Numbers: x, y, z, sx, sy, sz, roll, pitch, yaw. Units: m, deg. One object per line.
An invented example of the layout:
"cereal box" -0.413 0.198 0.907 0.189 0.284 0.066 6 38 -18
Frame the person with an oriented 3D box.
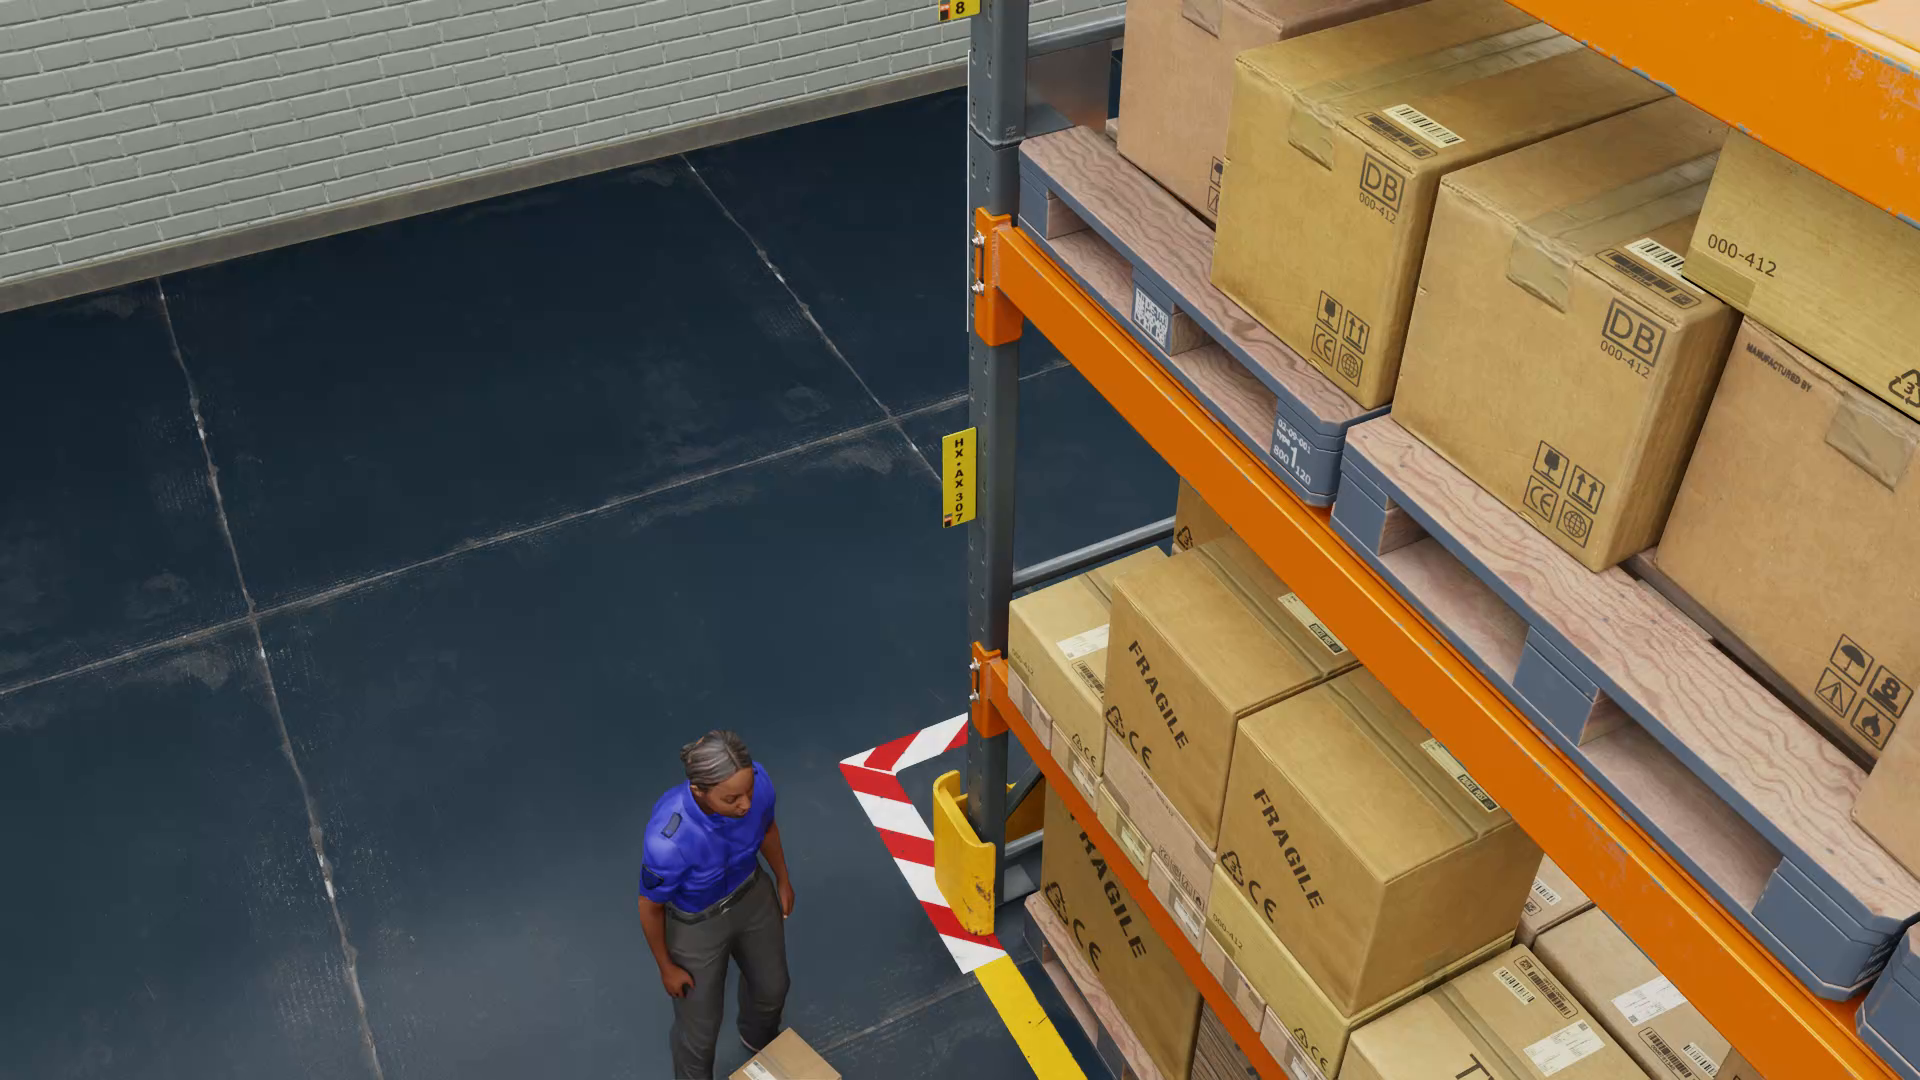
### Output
"person" -0.703 1.128 4.889 0.527 1.653 0.352 -33 51 -32
